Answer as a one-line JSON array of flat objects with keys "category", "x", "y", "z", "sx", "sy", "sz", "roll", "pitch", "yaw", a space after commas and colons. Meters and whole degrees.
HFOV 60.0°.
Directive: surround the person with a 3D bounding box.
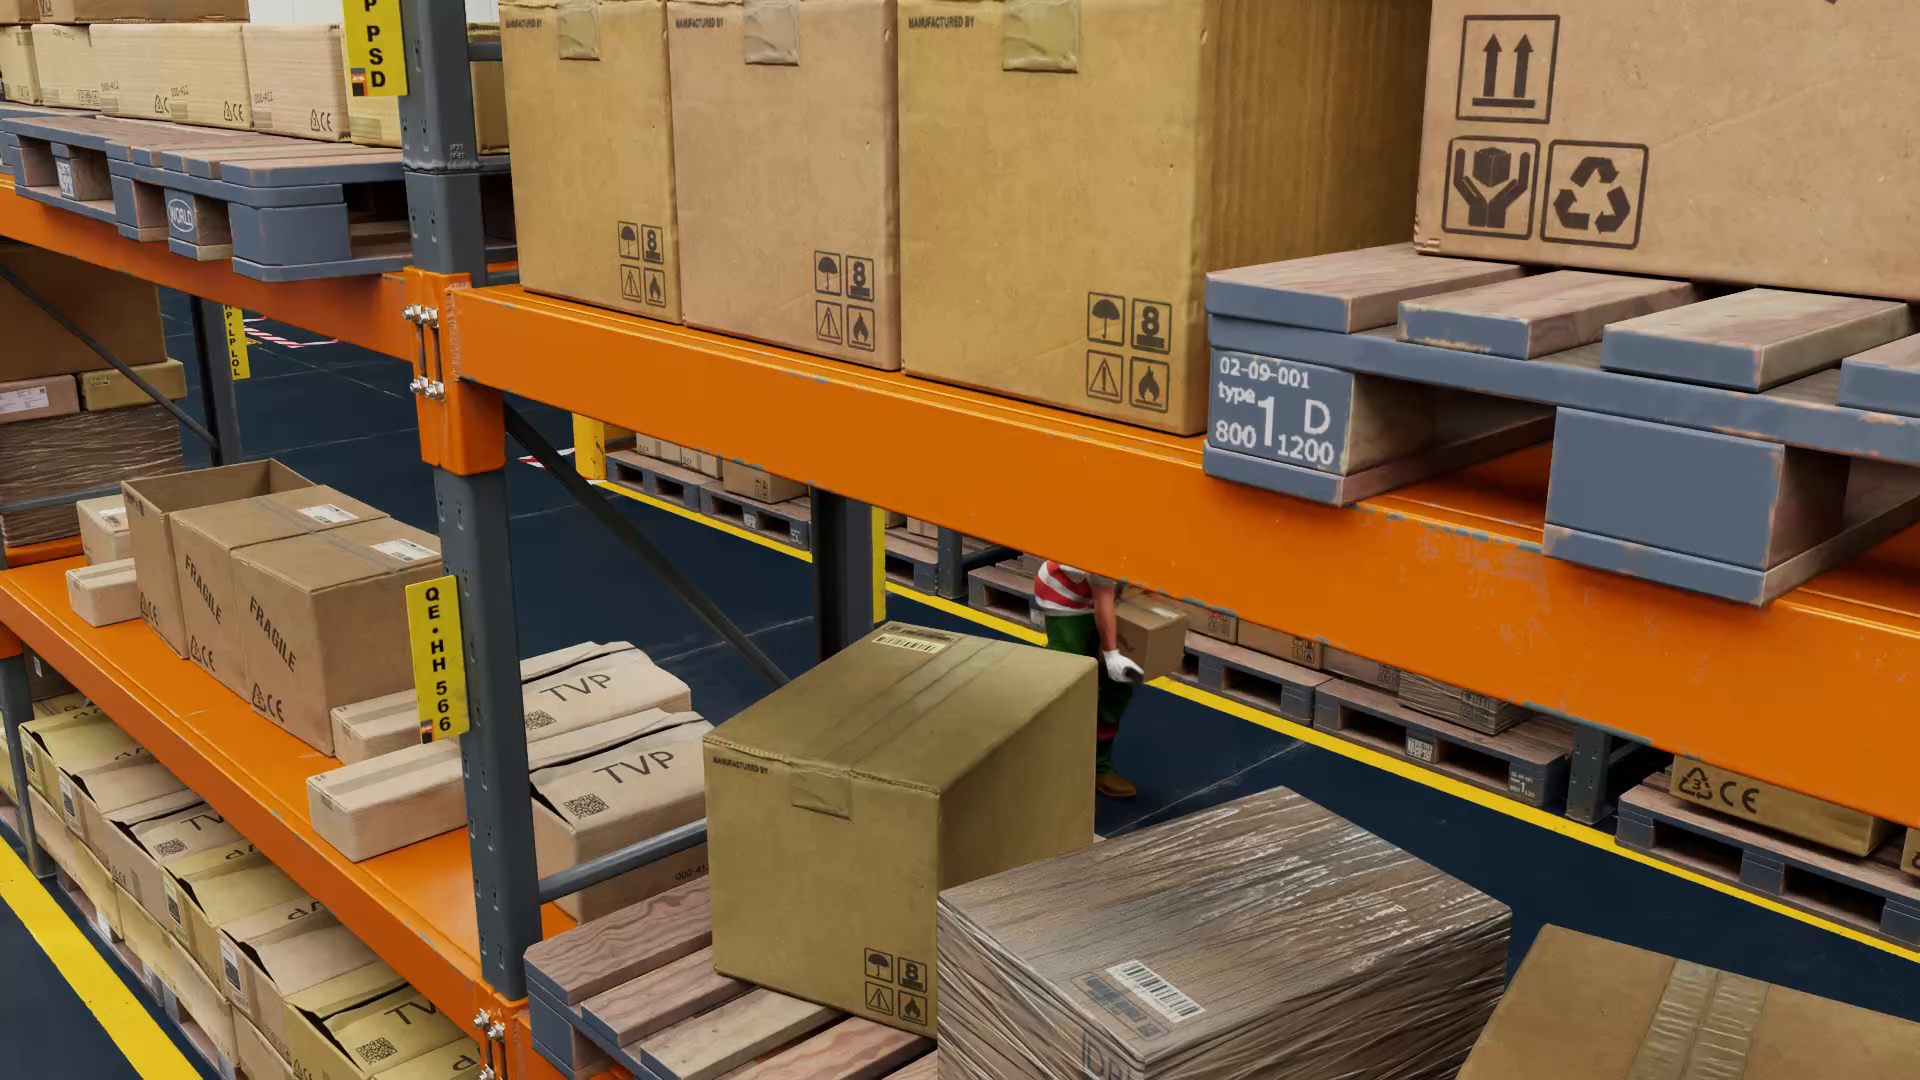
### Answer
[{"category": "person", "x": 0.657, "y": 0.376, "z": 7.011, "sx": 0.482, "sy": 1.654, "sz": 0.715, "roll": -16, "pitch": 23, "yaw": -42}]
